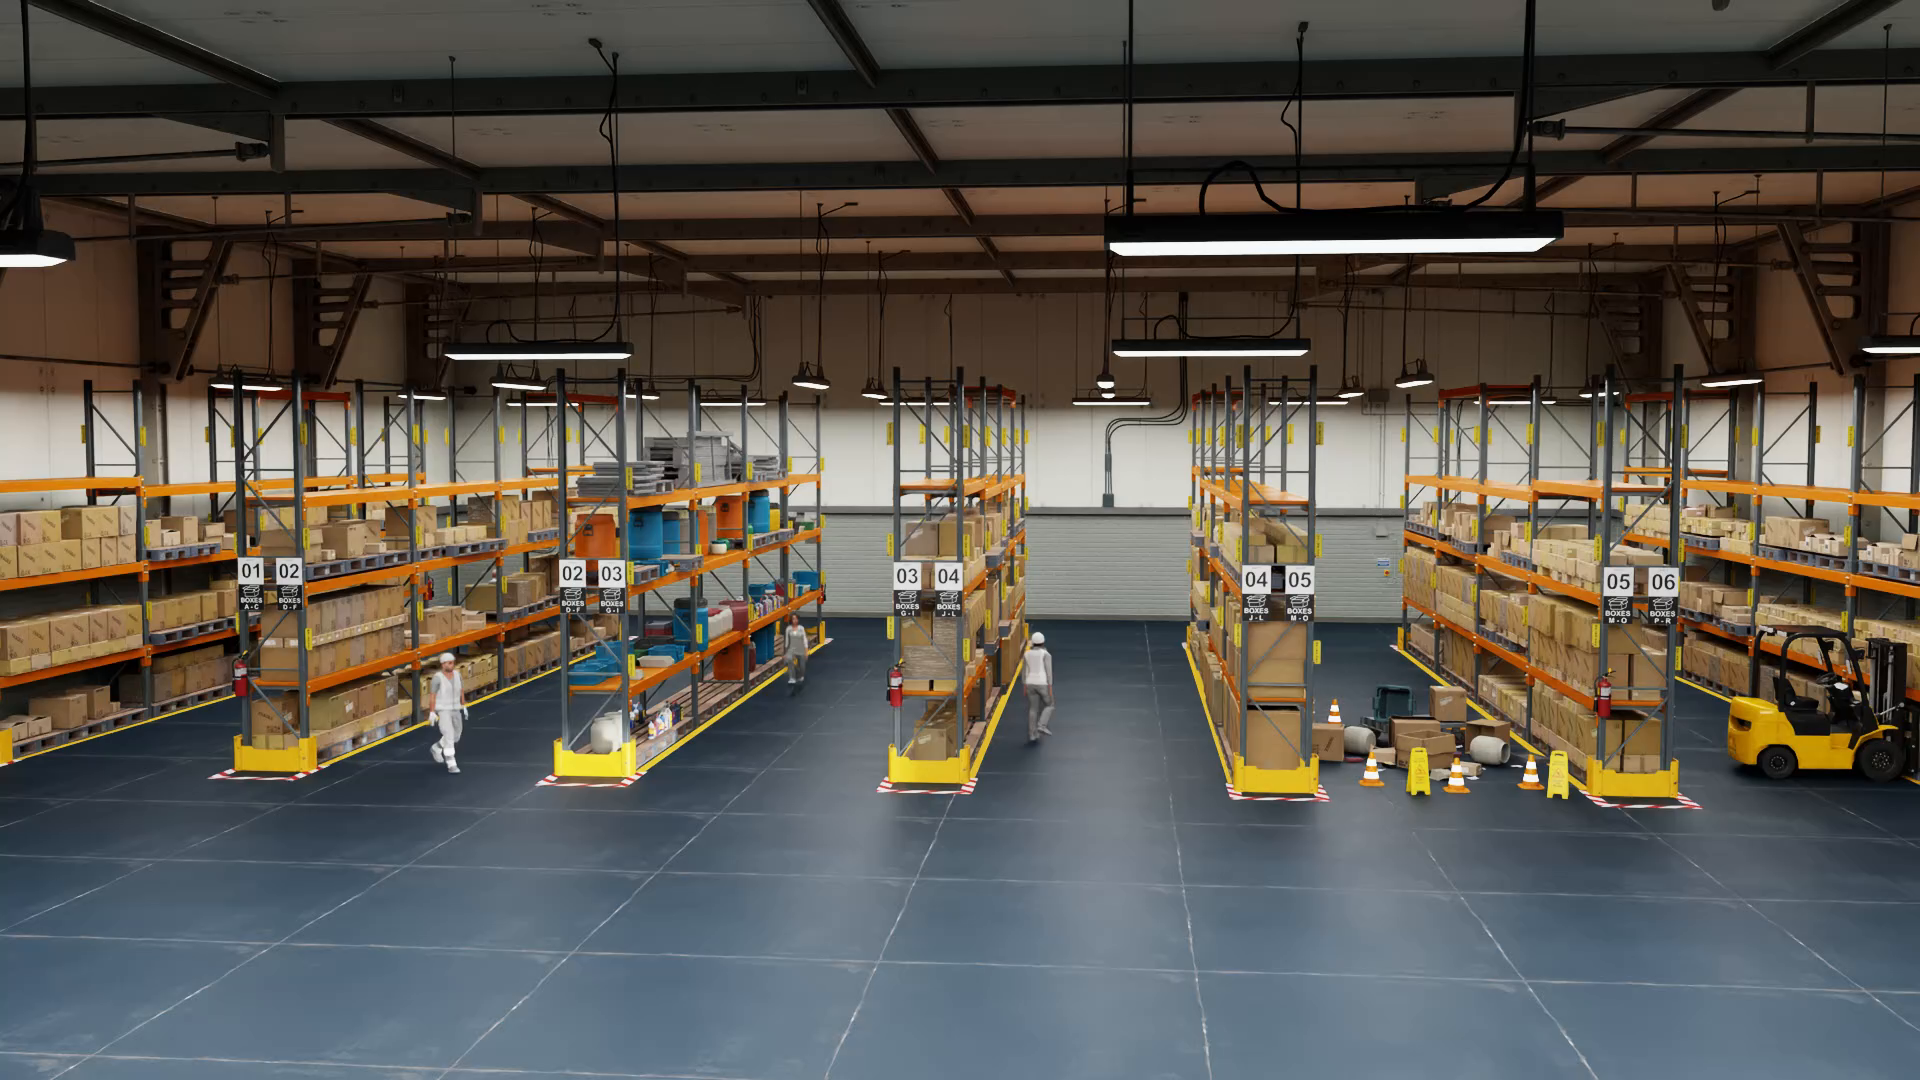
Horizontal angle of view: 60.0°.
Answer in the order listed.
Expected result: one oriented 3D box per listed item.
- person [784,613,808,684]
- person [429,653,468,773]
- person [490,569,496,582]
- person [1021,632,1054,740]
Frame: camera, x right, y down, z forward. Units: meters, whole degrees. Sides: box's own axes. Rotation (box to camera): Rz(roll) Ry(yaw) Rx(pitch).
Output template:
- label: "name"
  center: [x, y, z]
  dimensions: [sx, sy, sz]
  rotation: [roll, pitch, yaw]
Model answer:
- label: "person"
  center: [-3.153, 2.091, 31.988]
  dimensions: [0.465, 1.350, 0.941]
  rotation: [0, 4, -3]
- label: "person"
  center: [-7.696, 2.566, 24.958]
  dimensions: [0.910, 1.763, 0.612]
  rotation: [3, 4, 38]
- label: "person"
  center: [-11.281, 1.594, 40.342]
  dimensions: [0.516, 1.761, 0.601]
  rotation: [-3, 5, -42]
- label: "person"
  center: [1.282, 2.401, 27.502]
  dimensions: [0.566, 1.761, 0.468]
  rotation: [2, 4, 27]
